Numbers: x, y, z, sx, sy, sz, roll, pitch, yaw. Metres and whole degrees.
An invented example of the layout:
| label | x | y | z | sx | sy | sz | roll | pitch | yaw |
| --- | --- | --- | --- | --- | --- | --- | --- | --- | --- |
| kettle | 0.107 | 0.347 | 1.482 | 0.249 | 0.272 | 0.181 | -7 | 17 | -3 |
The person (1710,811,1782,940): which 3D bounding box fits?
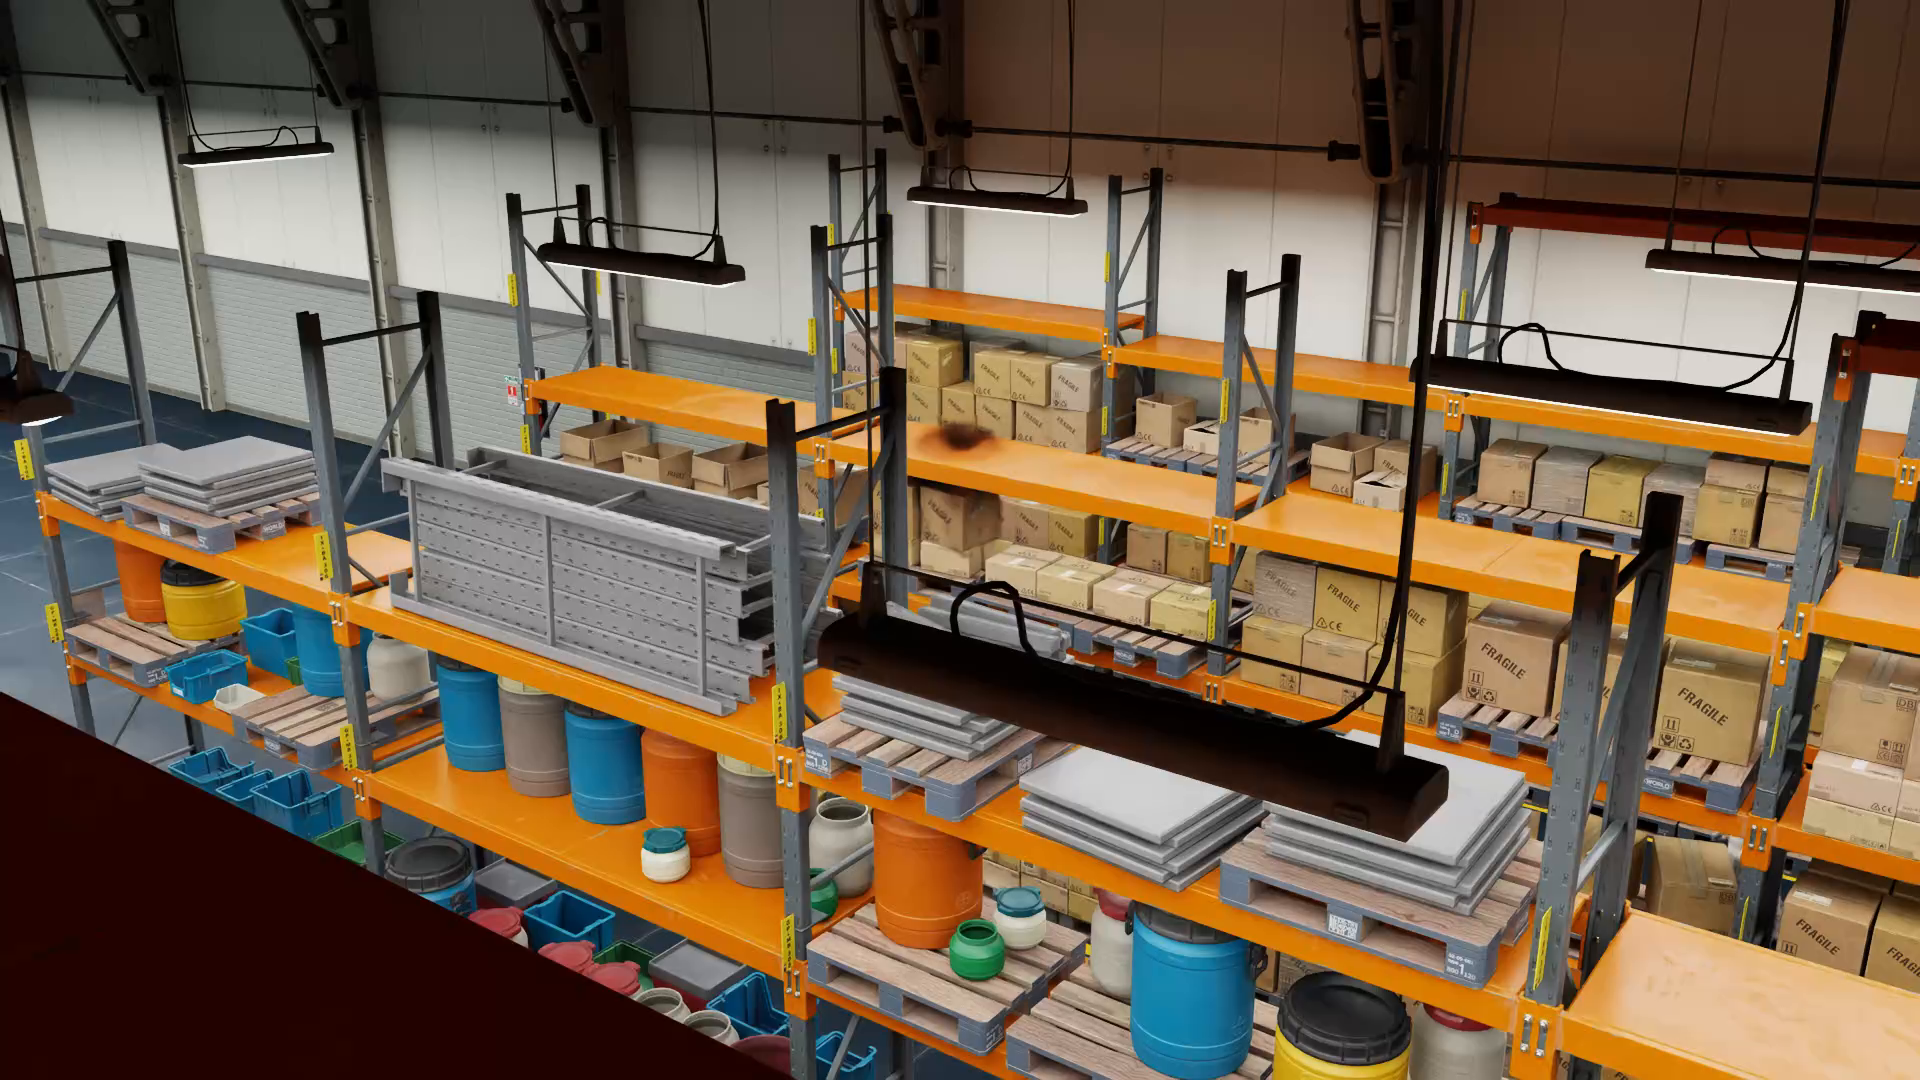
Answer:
| label | x | y | z | sx | sy | sz | roll | pitch | yaw |
| --- | --- | --- | --- | --- | --- | --- | --- | --- | --- |
| person | 6.737 | 2.670 | 14.389 | 1.016 | 1.738 | 0.606 | 10 | 21 | 28 |
